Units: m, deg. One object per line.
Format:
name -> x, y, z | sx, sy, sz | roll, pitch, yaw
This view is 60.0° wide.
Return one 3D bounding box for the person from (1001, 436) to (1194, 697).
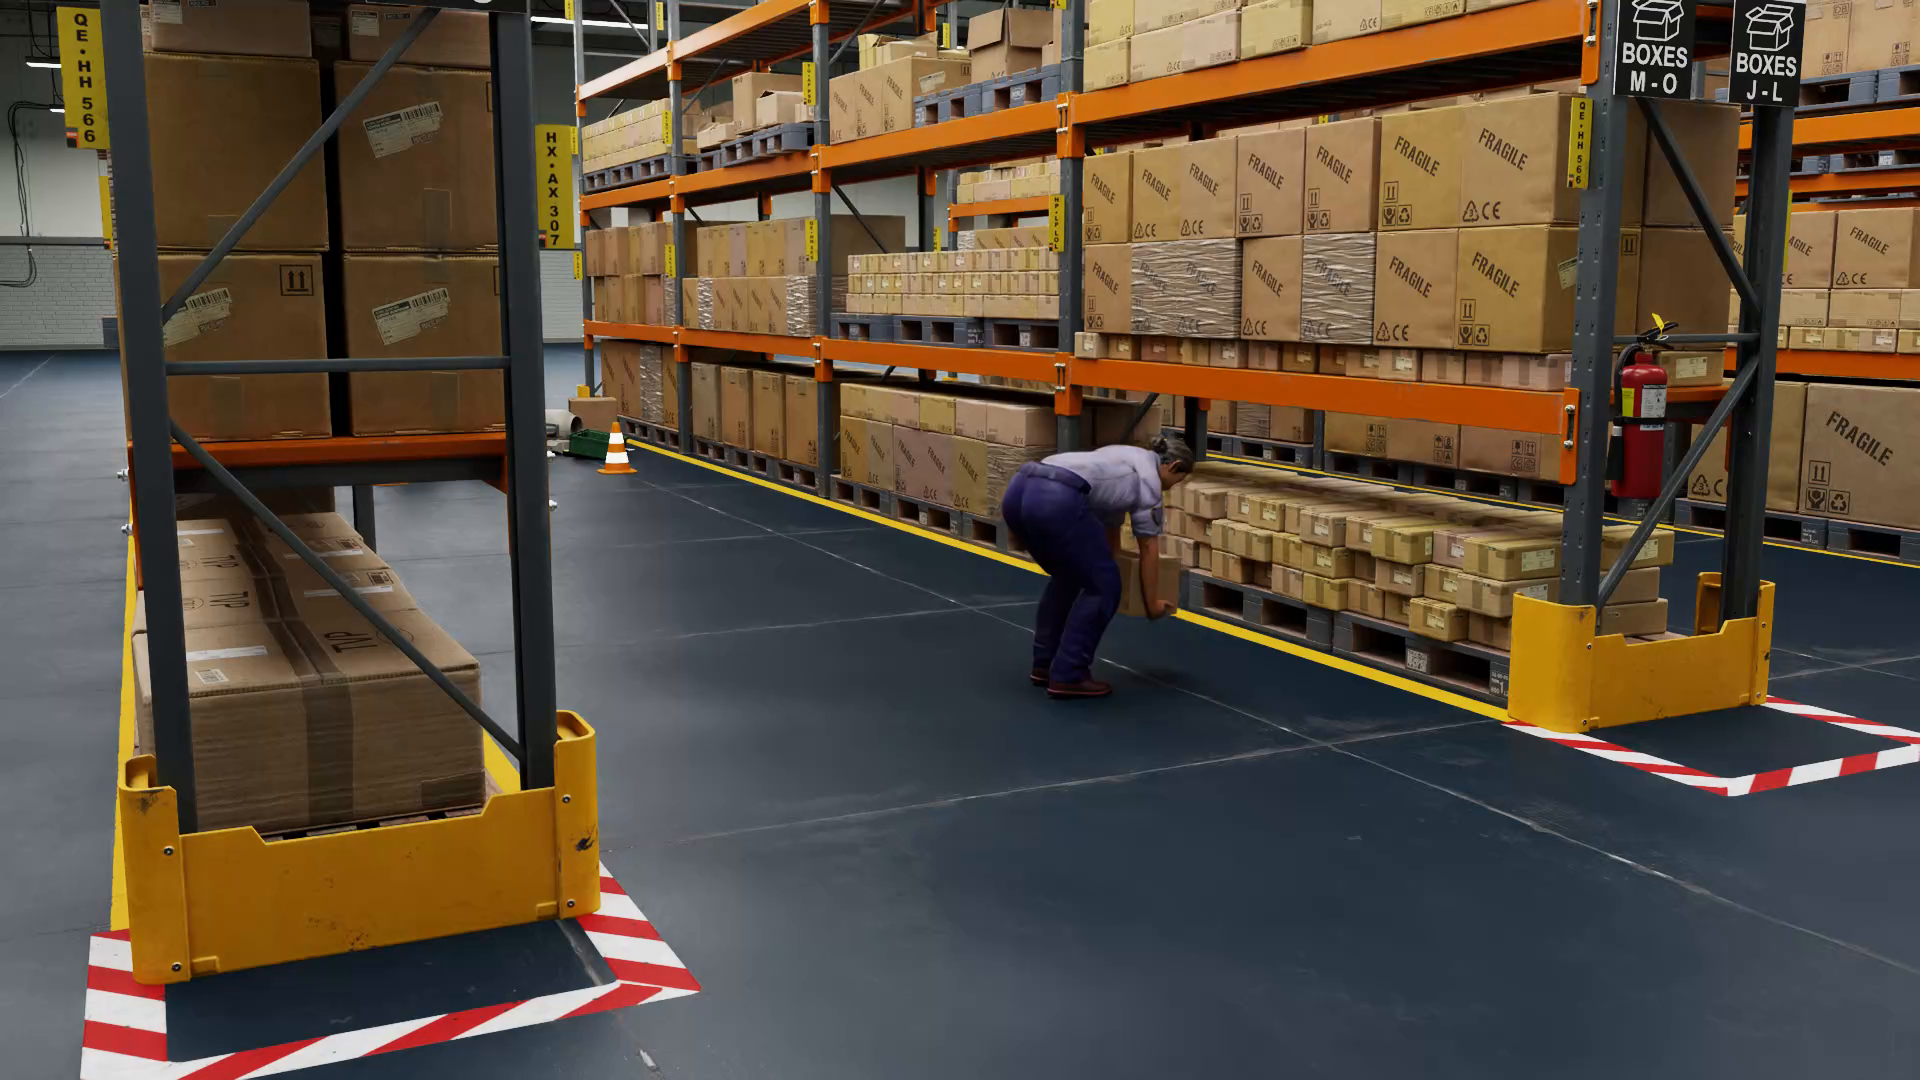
person -> 0.625, 0.101, 7.169 | 0.904, 1.073, 0.462 | -5, 10, -28
